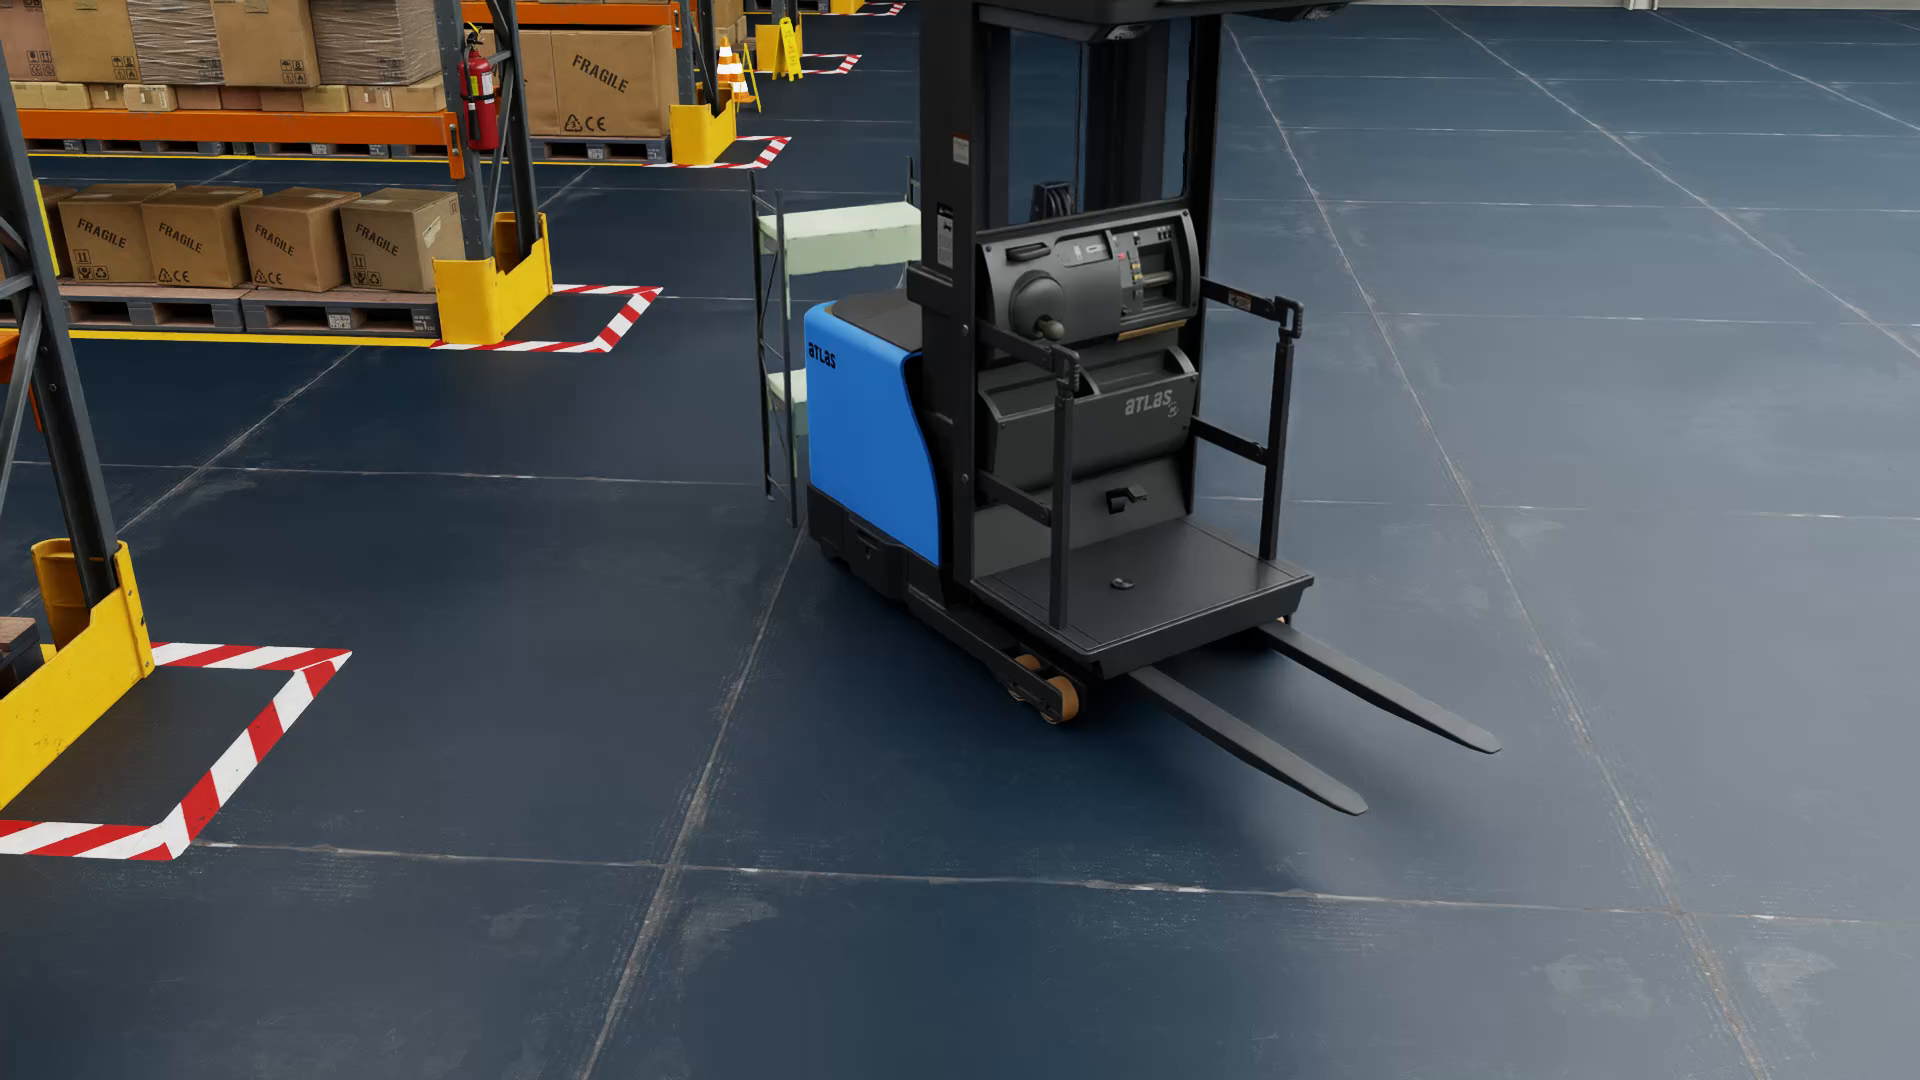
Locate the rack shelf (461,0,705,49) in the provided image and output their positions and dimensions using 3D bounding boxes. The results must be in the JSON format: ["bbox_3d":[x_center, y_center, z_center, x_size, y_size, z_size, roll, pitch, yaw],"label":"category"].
[{"bbox_3d":[-4.273,-4.549,14.409,4.000,0.370,1.077,2,25,4],"label":"rack shelf"}]

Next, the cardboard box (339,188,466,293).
[{"bbox_3d":[-3.381,-1.830,10.127,0.500,0.500,0.500,6,25,14],"label":"cardboard box"}]

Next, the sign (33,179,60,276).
[{"bbox_3d":[-3.092,-1.039,5.588,0.005,0.325,0.100,2,25,4],"label":"sign"}]

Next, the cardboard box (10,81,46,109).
[{"bbox_3d":[-5.308,-2.600,9.613,0.250,0.149,0.380,2,25,4],"label":"cardboard box"}]

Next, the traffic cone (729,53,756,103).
[{"bbox_3d":[-2.274,-4.729,16.973,0.334,0.463,0.336,2,25,4],"label":"traffic cone"}]

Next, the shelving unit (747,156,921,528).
[{"bbox_3d":[-0.479,-0.877,7.362,0.755,1.500,0.431,-11,27,-22],"label":"shelving unit"}]

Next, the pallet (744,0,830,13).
[{"bbox_3d":[-2.390,-7.688,23.704,1.213,0.211,1.003,2,25,4],"label":"pallet"}]

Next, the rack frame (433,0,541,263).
[{"bbox_3d":[-2.760,-2.748,9.634,0.127,3.000,1.000,2,25,4],"label":"rack frame"}]

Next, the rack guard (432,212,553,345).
[{"bbox_3d":[-2.835,-1.615,10.162,0.348,0.500,1.175,2,25,4],"label":"rack guard"}]

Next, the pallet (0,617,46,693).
[{"bbox_3d":[-4.028,0.572,5.755,1.213,0.211,1.003,2,25,4],"label":"pallet"}]

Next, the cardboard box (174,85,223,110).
[{"bbox_3d":[-4.307,-2.590,9.591,0.250,0.149,0.380,2,25,4],"label":"cardboard box"}]

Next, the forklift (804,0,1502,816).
[{"bbox_3d":[0.595,-0.913,5.727,1.130,2.935,3.031,-16,29,-31],"label":"forklift"}]

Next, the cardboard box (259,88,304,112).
[{"bbox_3d":[-3.810,-2.566,9.539,0.250,0.149,0.380,2,25,4],"label":"cardboard box"}]

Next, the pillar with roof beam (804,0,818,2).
[{"bbox_3d":[-2.579,-10.276,18.818,0.400,9.000,9.100,2,25,4],"label":"pillar with roof beam"}]

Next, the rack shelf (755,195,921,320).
[{"bbox_3d":[-0.479,-1.232,7.199,0.720,0.370,0.431,-11,27,-22],"label":"rack shelf"}]

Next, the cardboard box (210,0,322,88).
[{"bbox_3d":[-3.814,-2.924,9.540,0.500,0.500,0.875,2,25,4],"label":"cardboard box"}]

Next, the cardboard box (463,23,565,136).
[{"bbox_3d":[-3.838,-4.059,14.522,0.875,0.875,0.875,1,25,3],"label":"cardboard box"}]

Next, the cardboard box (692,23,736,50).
[{"bbox_3d":[-2.851,-5.735,18.911,0.500,0.250,0.500,2,25,4],"label":"cardboard box"}]

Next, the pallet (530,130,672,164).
[{"bbox_3d":[-3.082,-3.538,14.687,1.213,0.211,1.003,2,25,4],"label":"pallet"}]

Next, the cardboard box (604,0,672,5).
[{"bbox_3d":[-2.653,-4.873,14.073,0.550,0.550,0.875,2,25,4],"label":"cardboard box"}]

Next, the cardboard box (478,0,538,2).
[{"bbox_3d":[-3.751,-4.952,14.244,0.550,0.550,0.875,2,25,4],"label":"cardboard box"}]

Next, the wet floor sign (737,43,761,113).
[{"bbox_3d":[-2.099,-4.567,16.403,0.232,0.644,0.267,-2,25,-5],"label":"wet floor sign"}]

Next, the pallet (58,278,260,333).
[{"bbox_3d":[-4.856,-1.565,10.398,1.213,0.211,1.003,2,25,4],"label":"pallet"}]

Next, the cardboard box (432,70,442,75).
[{"bbox_3d":[-3.026,-2.742,9.922,0.250,0.149,0.380,2,25,4],"label":"cardboard box"}]

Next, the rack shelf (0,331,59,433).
[{"bbox_3d":[-5.133,-0.421,5.437,4.000,0.370,1.077,2,25,4],"label":"rack shelf"}]

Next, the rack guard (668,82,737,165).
[{"bbox_3d":[-2.255,-3.676,14.640,0.348,0.500,1.175,2,25,4],"label":"rack guard"}]

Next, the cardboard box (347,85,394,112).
[{"bbox_3d":[-3.309,-2.565,9.537,0.250,0.149,0.380,2,25,4],"label":"cardboard box"}]

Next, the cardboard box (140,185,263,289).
[{"bbox_3d":[-4.602,-1.863,10.198,0.500,0.500,0.500,4,25,9],"label":"cardboard box"}]

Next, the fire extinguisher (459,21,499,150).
[{"bbox_3d":[-2.681,-2.517,9.225,0.183,0.674,0.296,2,25,4],"label":"fire extinguisher"}]

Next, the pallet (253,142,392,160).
[{"bbox_3d":[-5.515,-3.616,14.857,1.213,0.211,1.003,2,25,4],"label":"pallet"}]

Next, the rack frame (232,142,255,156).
[{"bbox_3d":[-6.267,-4.940,14.398,0.127,3.000,1.000,2,25,4],"label":"rack frame"}]

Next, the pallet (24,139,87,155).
[{"bbox_3d":[-8.262,-3.705,15.048,1.213,0.211,1.003,2,25,4],"label":"pallet"}]

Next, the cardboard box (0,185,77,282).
[{"bbox_3d":[-5.780,-1.887,10.250,0.500,0.500,0.500,10,27,21],"label":"cardboard box"}]

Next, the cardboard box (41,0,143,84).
[{"bbox_3d":[-4.806,-2.979,9.659,0.500,0.500,0.875,2,25,4],"label":"cardboard box"}]

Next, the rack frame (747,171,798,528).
[{"bbox_3d":[-0.813,-0.814,7.225,0.023,1.500,0.400,-11,27,-22],"label":"rack frame"}]

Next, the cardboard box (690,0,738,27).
[{"bbox_3d":[-2.820,-6.078,18.760,0.500,0.500,0.500,2,25,4],"label":"cardboard box"}]

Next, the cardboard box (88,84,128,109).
[{"bbox_3d":[-4.807,-2.598,9.609,0.250,0.149,0.380,2,25,4],"label":"cardboard box"}]
